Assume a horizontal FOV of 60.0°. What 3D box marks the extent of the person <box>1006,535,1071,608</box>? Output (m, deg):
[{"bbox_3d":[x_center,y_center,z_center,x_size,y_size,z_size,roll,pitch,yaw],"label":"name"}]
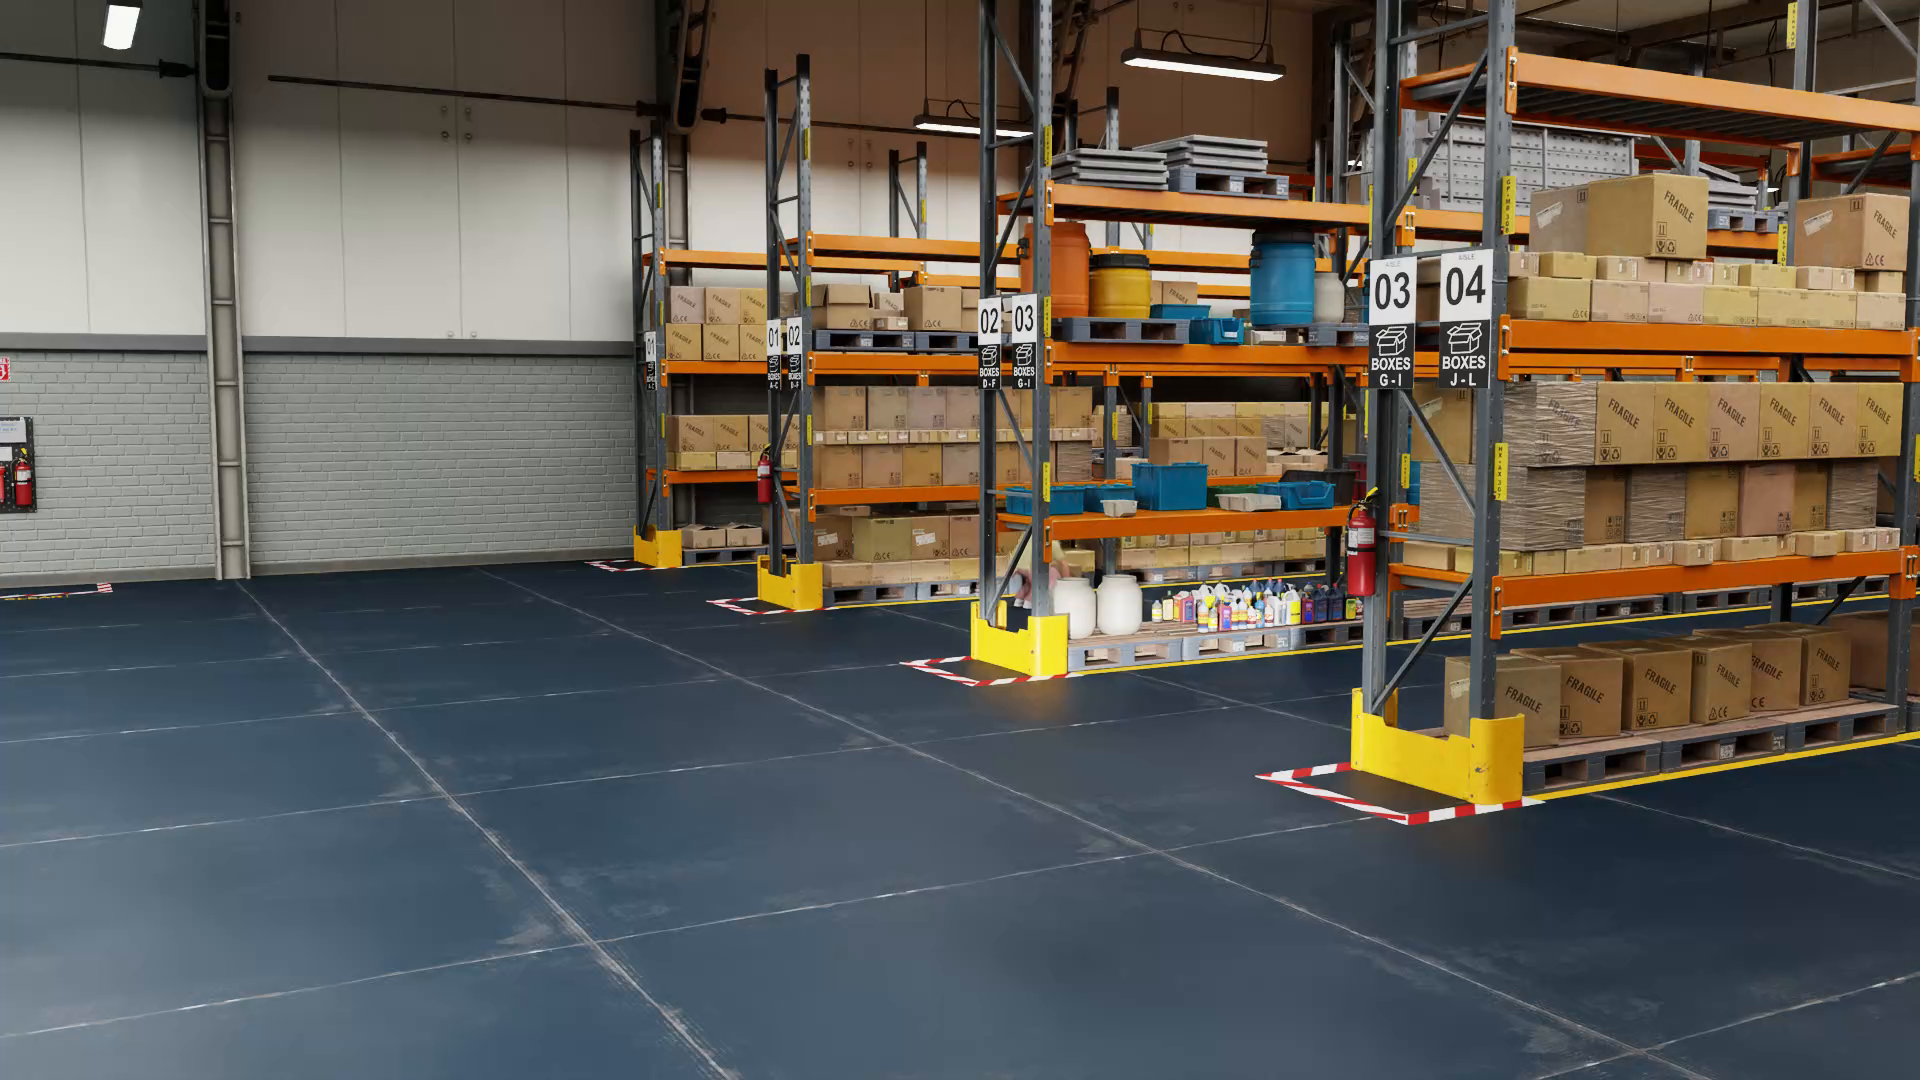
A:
[{"bbox_3d":[0.908,0.284,18.520,0.834,0.927,0.458,-3,6,-30],"label":"person"}]
